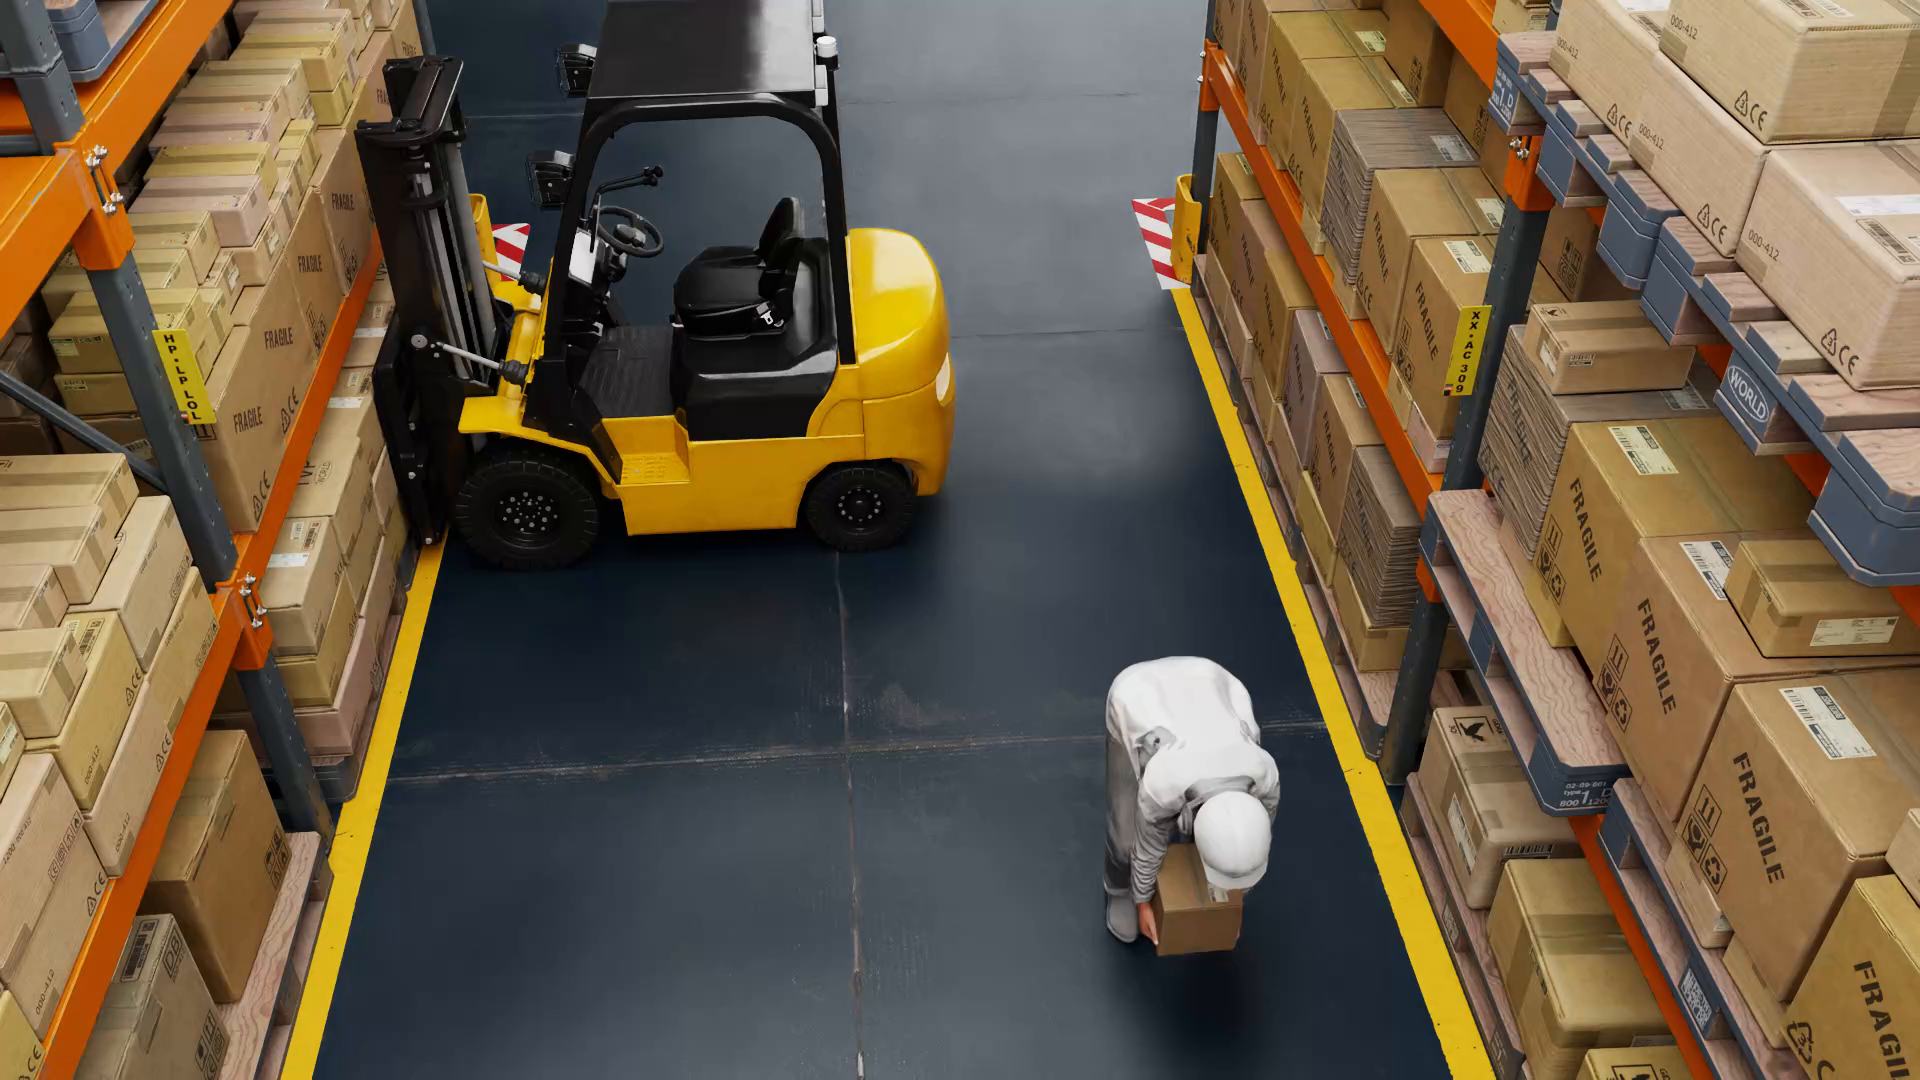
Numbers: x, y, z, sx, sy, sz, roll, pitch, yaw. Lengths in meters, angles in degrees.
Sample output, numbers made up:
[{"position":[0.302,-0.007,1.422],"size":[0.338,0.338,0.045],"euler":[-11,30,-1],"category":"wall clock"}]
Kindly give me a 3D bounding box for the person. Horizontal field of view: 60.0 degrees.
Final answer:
[{"position":[0.740,0.990,5.362],"size":[0.459,1.202,0.995],"euler":[-5,39,-6],"category":"person"}]
